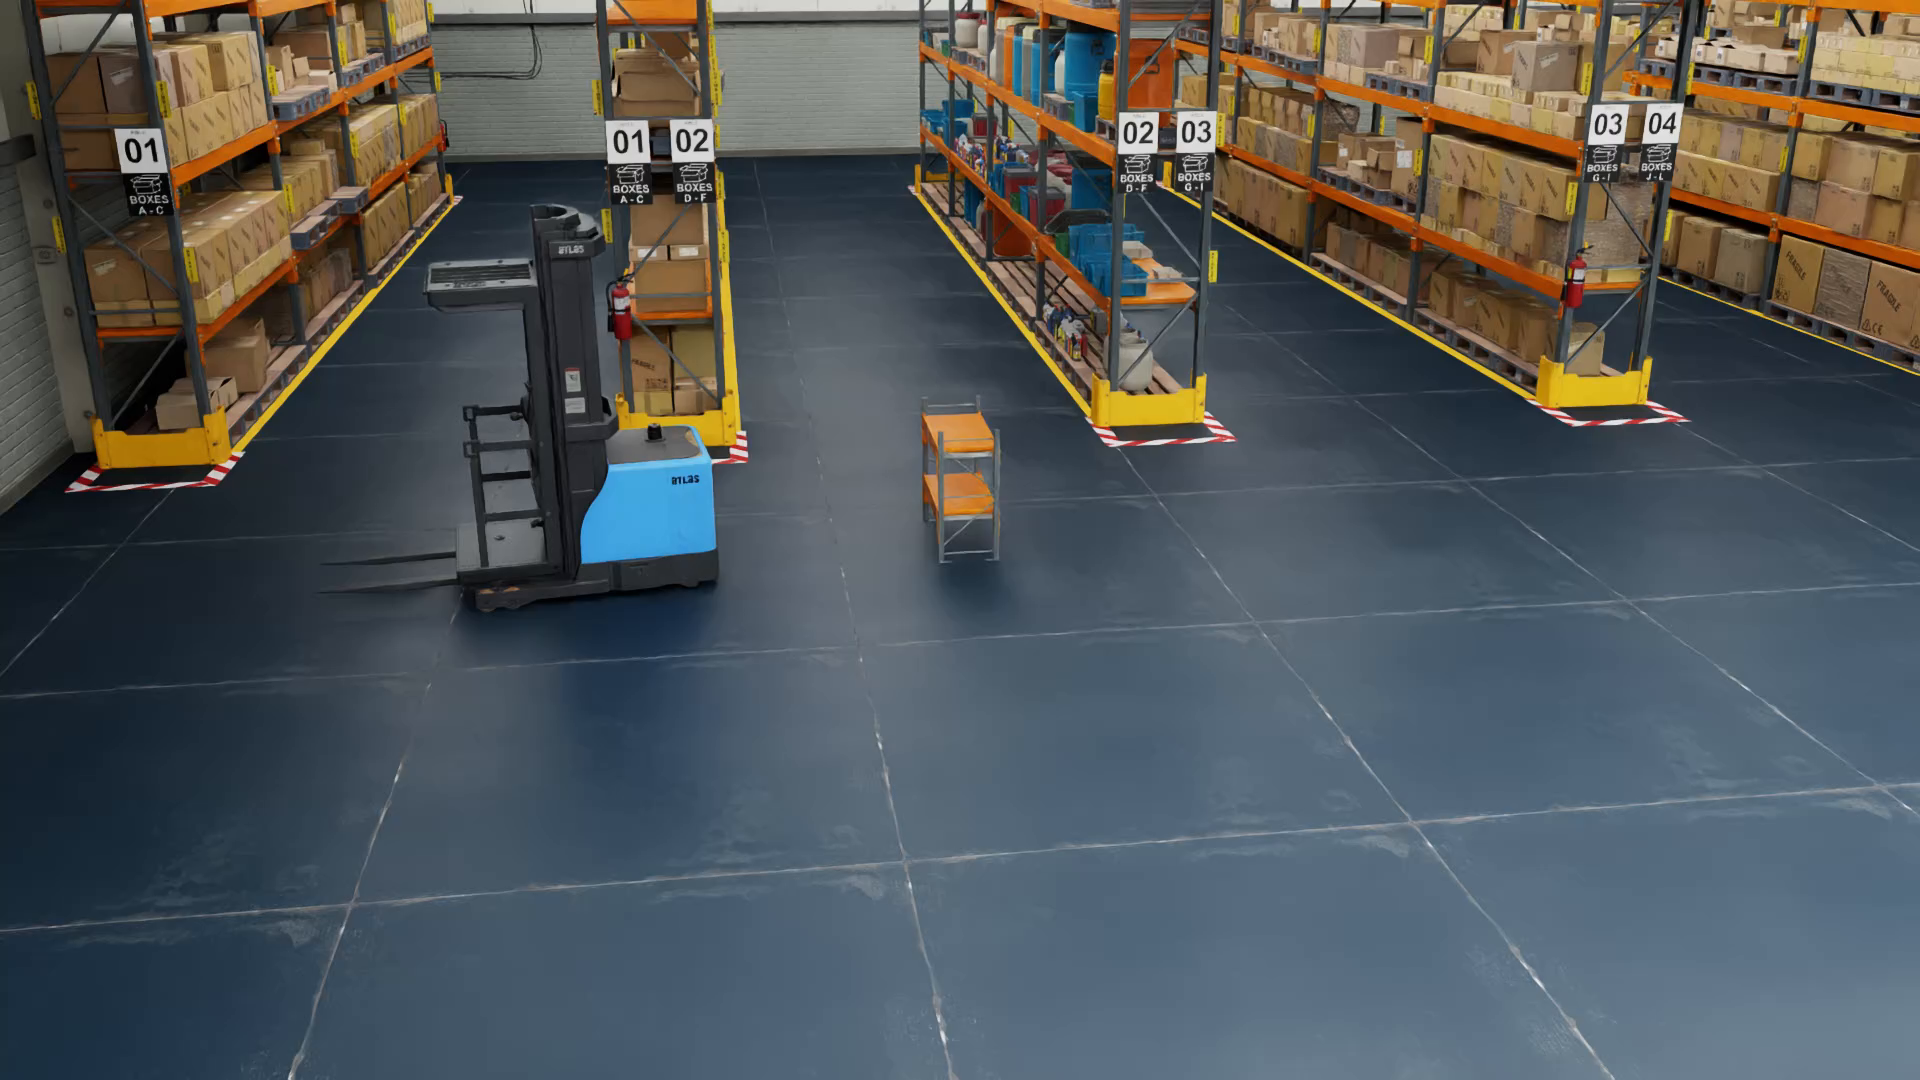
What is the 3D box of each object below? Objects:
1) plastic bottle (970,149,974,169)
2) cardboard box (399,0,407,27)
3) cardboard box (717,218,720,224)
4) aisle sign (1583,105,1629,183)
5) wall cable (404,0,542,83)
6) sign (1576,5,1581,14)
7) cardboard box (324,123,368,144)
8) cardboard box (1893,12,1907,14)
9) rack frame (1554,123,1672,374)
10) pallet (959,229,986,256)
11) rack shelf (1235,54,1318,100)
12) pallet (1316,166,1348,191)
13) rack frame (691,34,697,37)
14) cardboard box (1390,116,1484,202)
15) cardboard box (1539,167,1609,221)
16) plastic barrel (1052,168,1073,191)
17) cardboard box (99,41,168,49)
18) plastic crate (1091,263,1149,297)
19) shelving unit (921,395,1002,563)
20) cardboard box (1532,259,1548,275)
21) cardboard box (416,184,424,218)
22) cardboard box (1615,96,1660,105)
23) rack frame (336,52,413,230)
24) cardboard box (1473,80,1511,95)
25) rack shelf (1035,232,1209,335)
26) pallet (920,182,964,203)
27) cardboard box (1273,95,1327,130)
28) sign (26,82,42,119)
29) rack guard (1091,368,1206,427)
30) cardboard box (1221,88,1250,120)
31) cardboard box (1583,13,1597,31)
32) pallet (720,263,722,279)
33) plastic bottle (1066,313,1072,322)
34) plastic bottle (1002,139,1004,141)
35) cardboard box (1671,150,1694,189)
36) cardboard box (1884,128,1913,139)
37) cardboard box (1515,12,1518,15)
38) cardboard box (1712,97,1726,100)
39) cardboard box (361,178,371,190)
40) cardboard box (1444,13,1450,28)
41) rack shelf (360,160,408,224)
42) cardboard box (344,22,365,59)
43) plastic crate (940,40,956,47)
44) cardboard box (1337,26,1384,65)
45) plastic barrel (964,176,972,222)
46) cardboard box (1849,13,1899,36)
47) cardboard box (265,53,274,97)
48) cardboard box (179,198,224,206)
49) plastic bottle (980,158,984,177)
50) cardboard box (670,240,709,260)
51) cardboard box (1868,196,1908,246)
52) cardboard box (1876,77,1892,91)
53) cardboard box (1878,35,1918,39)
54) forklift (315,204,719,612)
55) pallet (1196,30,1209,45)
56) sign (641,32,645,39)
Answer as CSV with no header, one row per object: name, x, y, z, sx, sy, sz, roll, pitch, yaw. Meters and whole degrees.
plastic bottle,0.198,-5.989,26.131,0.061,0.283,0.133,-3,21,-8
cardboard box,-9.396,-8.673,27.263,0.500,0.500,0.500,-3,21,-9
cardboard box,-3.877,-4.559,25.079,0.500,0.500,0.500,-4,21,-10
aisle sign,6.656,-4.081,17.139,0.394,0.787,0.004,-3,21,-8
wall cable,-10.529,-11.022,35.302,3.097,2.526,0.112,-3,21,-8
sign,10.685,-9.130,28.786,0.100,0.325,0.005,-3,21,-8
cardboard box,-8.803,-5.823,23.851,0.500,0.250,0.500,-3,21,-9
cardboard box,19.170,-10.733,33.452,0.500,0.250,0.500,-3,21,-8
rack frame,6.944,-2.899,17.692,1.000,3.000,0.127,-3,21,-8
pallet,0.562,-4.805,26.780,1.003,0.211,1.213,-3,21,-8
rack shelf,5.502,-7.430,26.563,1.077,0.370,4.000,-3,21,-8
pallet,5.999,-5.338,24.495,1.213,0.211,1.003,-3,21,-8
rack frame,-4.590,-9.366,26.432,1.000,3.000,0.127,-3,21,-8
cardboard box,6.391,-5.044,21.977,1.000,1.000,1.000,-3,21,-7
cardboard box,6.620,-3.732,17.924,0.500,0.500,0.500,-3,21,-8
plastic barrel,1.439,-4.694,22.304,0.433,0.535,0.433,0,20,0
cardboard box,-8.286,-4.750,16.760,0.500,0.500,0.500,-3,21,-8
plastic crate,1.674,-2.738,17.472,0.499,0.251,0.616,-3,21,-8
shelving unit,-0.001,-0.529,14.026,0.538,1.125,1.048,-3,21,-8
cardboard box,6.576,-3.040,18.428,0.380,0.149,0.250,-3,21,-8
cardboard box,-9.566,-5.768,28.346,0.700,0.500,0.500,-3,21,-8
cardboard box,7.191,-4.623,17.663,0.380,0.149,0.250,-2,21,-7
rack frame,-9.491,-6.305,26.809,1.000,3.000,0.127,-3,21,-8
cardboard box,6.263,-5.315,19.516,0.380,0.149,0.250,-3,21,-9
rack shelf,1.754,-3.005,19.003,1.077,0.370,4.000,-3,21,-8
pallet,-0.184,-6.595,31.573,1.003,0.211,1.213,-3,21,-8
cardboard box,5.507,-6.897,26.820,0.797,0.503,0.637,-2,21,-6
sign,-8.313,-3.949,14.949,0.100,0.325,0.005,-3,21,-8
rack guard,1.985,-1.502,17.524,1.175,0.500,0.348,-3,21,-8
cardboard box,4.883,-7.620,29.049,0.500,0.500,0.500,-2,21,-6
cardboard box,10.192,-8.266,26.537,0.396,0.266,0.258,-3,21,-8
pallet,-4.083,-4.125,24.958,1.003,0.211,1.213,-3,21,-8
plastic bottle,1.312,-2.618,20.209,0.097,0.271,0.097,0,20,0
plastic bottle,0.742,-6.499,27.508,0.152,0.276,0.135,-3,21,-8
cardboard box,10.659,-5.412,24.275,0.500,0.500,0.500,-3,21,-8
cardboard box,15.276,-6.488,26.799,0.500,0.250,0.500,-3,21,-8
cardboard box,9.821,-9.120,28.989,0.380,0.149,0.250,-4,21,-10
cardboard box,14.531,-8.570,31.304,0.500,0.500,0.500,-3,21,-7
cardboard box,-8.715,-5.121,23.970,0.380,0.149,0.250,-2,21,-6
cardboard box,9.442,-9.877,31.588,0.500,0.250,0.500,-3,21,-8
rack shelf,-9.203,-5.275,25.081,1.077,0.370,4.000,-3,21,-8
cardboard box,-9.329,-7.463,24.852,0.700,0.500,0.500,-3,21,-9
plastic crate,-0.135,-8.430,28.452,0.416,0.233,0.300,-3,21,-8
cardboard box,5.673,-7.004,23.537,0.500,0.500,0.500,-3,21,-7
plastic barrel,0.374,-5.829,27.934,0.600,0.901,0.708,-3,21,-8
cardboard box,15.056,-8.413,27.425,0.500,0.500,0.500,-3,21,-7
cardboard box,-8.337,-5.377,19.295,0.500,0.500,0.500,0,20,0
cardboard box,-8.406,-3.473,18.341,0.500,0.500,0.500,-3,21,-8
plastic bottle,0.349,-5.666,25.283,0.097,0.271,0.097,0,20,0
cardboard box,-2.703,-2.898,16.619,0.380,0.149,0.250,-3,21,-8
cardboard box,11.593,-3.882,20.108,0.875,0.550,0.500,-3,21,-8
cardboard box,11.191,-5.446,19.840,0.380,0.149,0.250,-3,21,-8
cardboard box,11.694,-6.206,20.734,0.380,0.149,0.250,-3,21,-8
forklift,-3.493,-1.027,12.778,3.031,2.935,1.130,-6,21,-15
pallet,4.934,-9.123,30.195,1.003,0.211,1.213,-3,21,-8
sign,-5.125,-8.173,26.786,0.100,0.325,0.005,-3,21,-8
